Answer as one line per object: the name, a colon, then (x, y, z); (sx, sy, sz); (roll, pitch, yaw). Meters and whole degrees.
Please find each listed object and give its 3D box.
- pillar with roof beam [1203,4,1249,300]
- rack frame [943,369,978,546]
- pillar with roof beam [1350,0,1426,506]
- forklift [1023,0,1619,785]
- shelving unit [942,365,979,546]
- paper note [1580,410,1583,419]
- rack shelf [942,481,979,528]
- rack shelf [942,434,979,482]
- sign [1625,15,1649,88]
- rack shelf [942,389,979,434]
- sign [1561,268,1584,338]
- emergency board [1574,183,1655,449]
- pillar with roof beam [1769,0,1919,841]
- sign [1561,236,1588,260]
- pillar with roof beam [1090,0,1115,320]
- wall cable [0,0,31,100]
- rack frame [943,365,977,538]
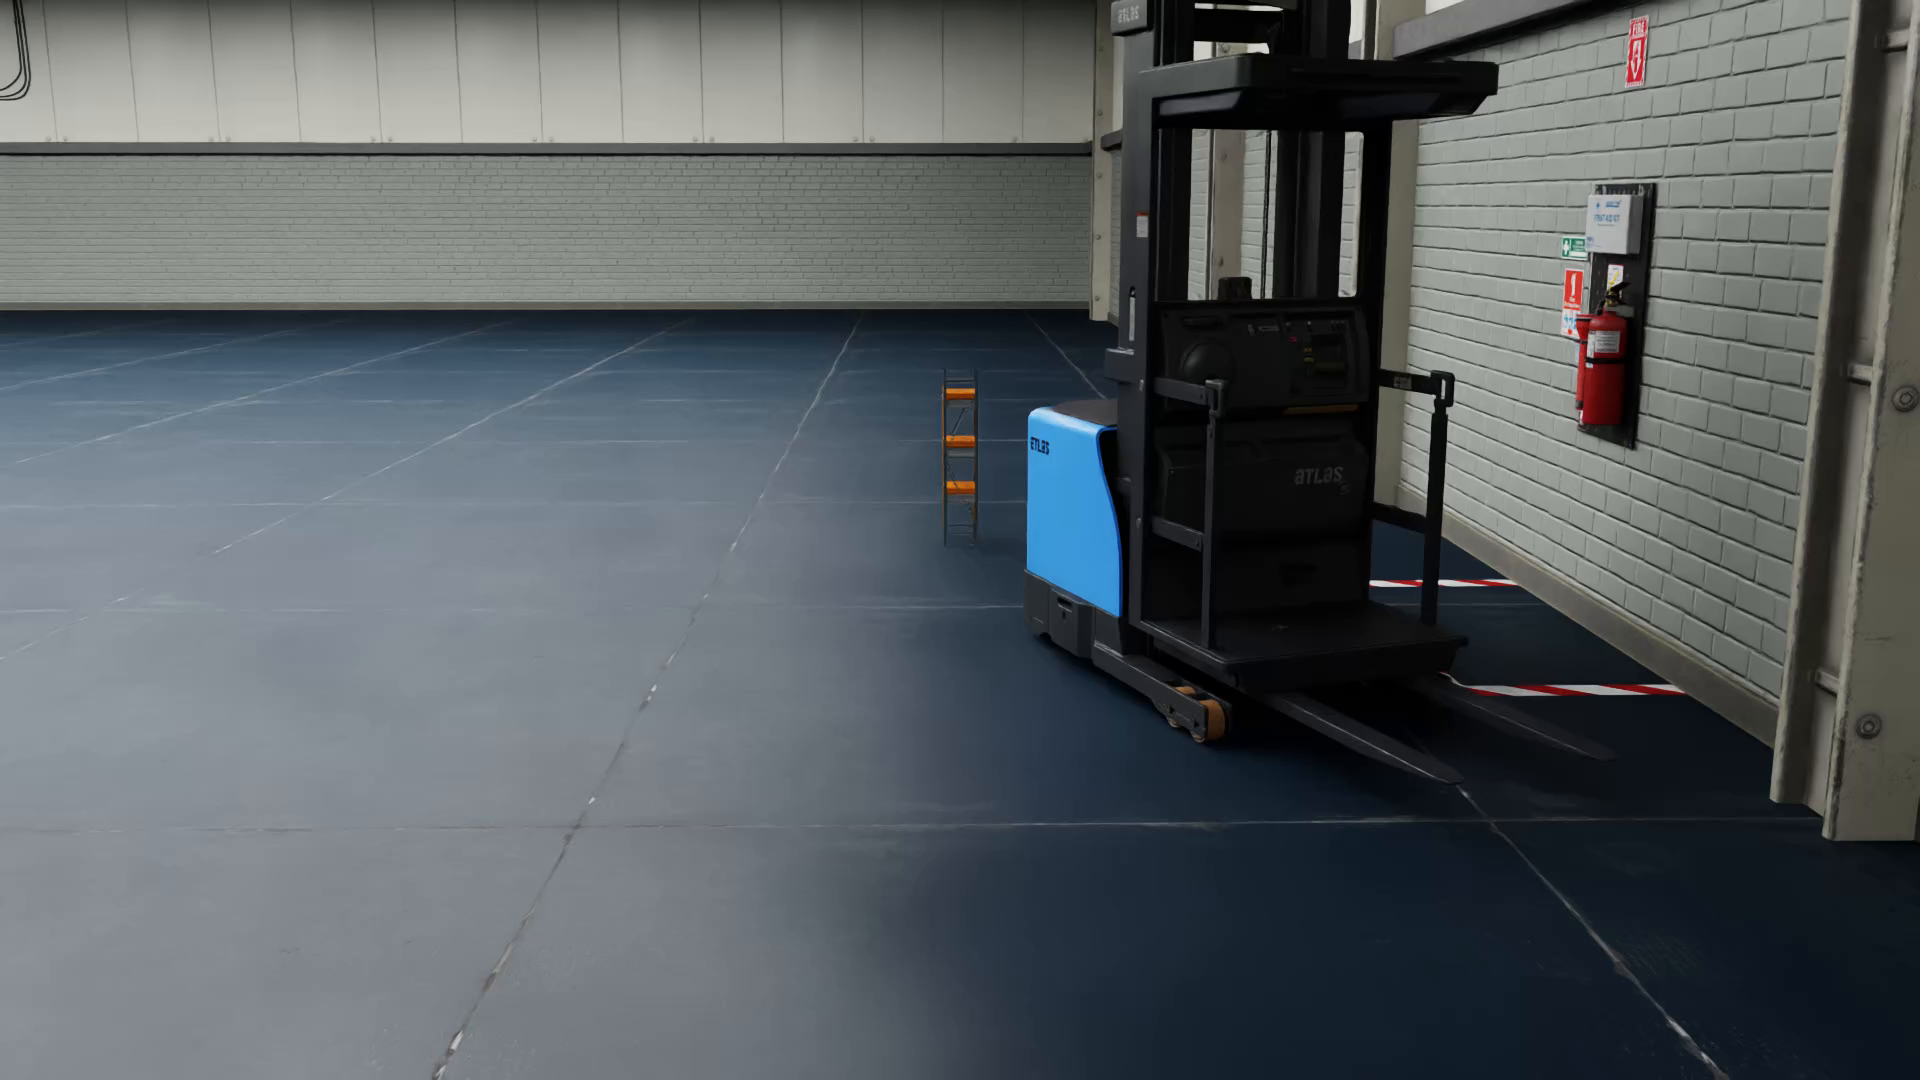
pillar with roof beam: (-1.620, -5.856, 16.291); (9.100, 9.000, 0.400); (0, 11, -1)
rack frame: (0.004, -0.480, 9.783); (0.200, 1.050, 0.008); (0, 11, -1)
pillar with roof beam: (-1.496, -4.663, 10.412); (9.100, 9.000, 0.400); (0, 11, -1)
forklift: (1.299, -0.762, 6.445); (1.130, 2.935, 3.031); (-4, 12, -21)
shelving unit: (0.001, -0.504, 9.902); (0.215, 1.050, 0.252); (0, 11, -1)
paper note: (2.985, -0.643, 7.901); (0.016, 0.148, 0.142); (0, 11, -1)
rack shelf: (0.001, -0.221, 9.960); (0.215, 0.259, 0.240); (0, 11, -1)
rack shelf: (0.001, -0.494, 9.904); (0.215, 0.259, 0.240); (0, 11, -1)
sign: (3.019, -2.178, 7.418); (0.001, 0.298, 0.199); (0, 11, -1)
rack shelf: (0.001, -0.772, 9.848); (0.215, 0.259, 0.240); (0, 11, -1)
sign: (3.011, -1.167, 8.179); (0.001, 0.329, 0.234); (0, 11, -1)
emergency board: (2.919, -1.040, 7.639); (0.194, 1.169, 0.643); (0, 11, -1)
pillar with roof beam: (-1.372, -3.471, 4.533); (9.100, 9.000, 0.400); (0, 11, -1)
sign: (3.002, -1.426, 8.122); (0.001, 0.109, 0.331); (0, 11, -1)
pillar with roof beam: (-1.868, -8.241, 28.049); (9.100, 9.000, 0.400); (0, 11, -1)
wall cable: (-18.304, -10.423, 30.250); (2.305, 6.003, 0.169); (0, 11, -1)
rack frame: (-0.001, -0.528, 10.022); (0.200, 1.050, 0.008); (0, 11, -1)
